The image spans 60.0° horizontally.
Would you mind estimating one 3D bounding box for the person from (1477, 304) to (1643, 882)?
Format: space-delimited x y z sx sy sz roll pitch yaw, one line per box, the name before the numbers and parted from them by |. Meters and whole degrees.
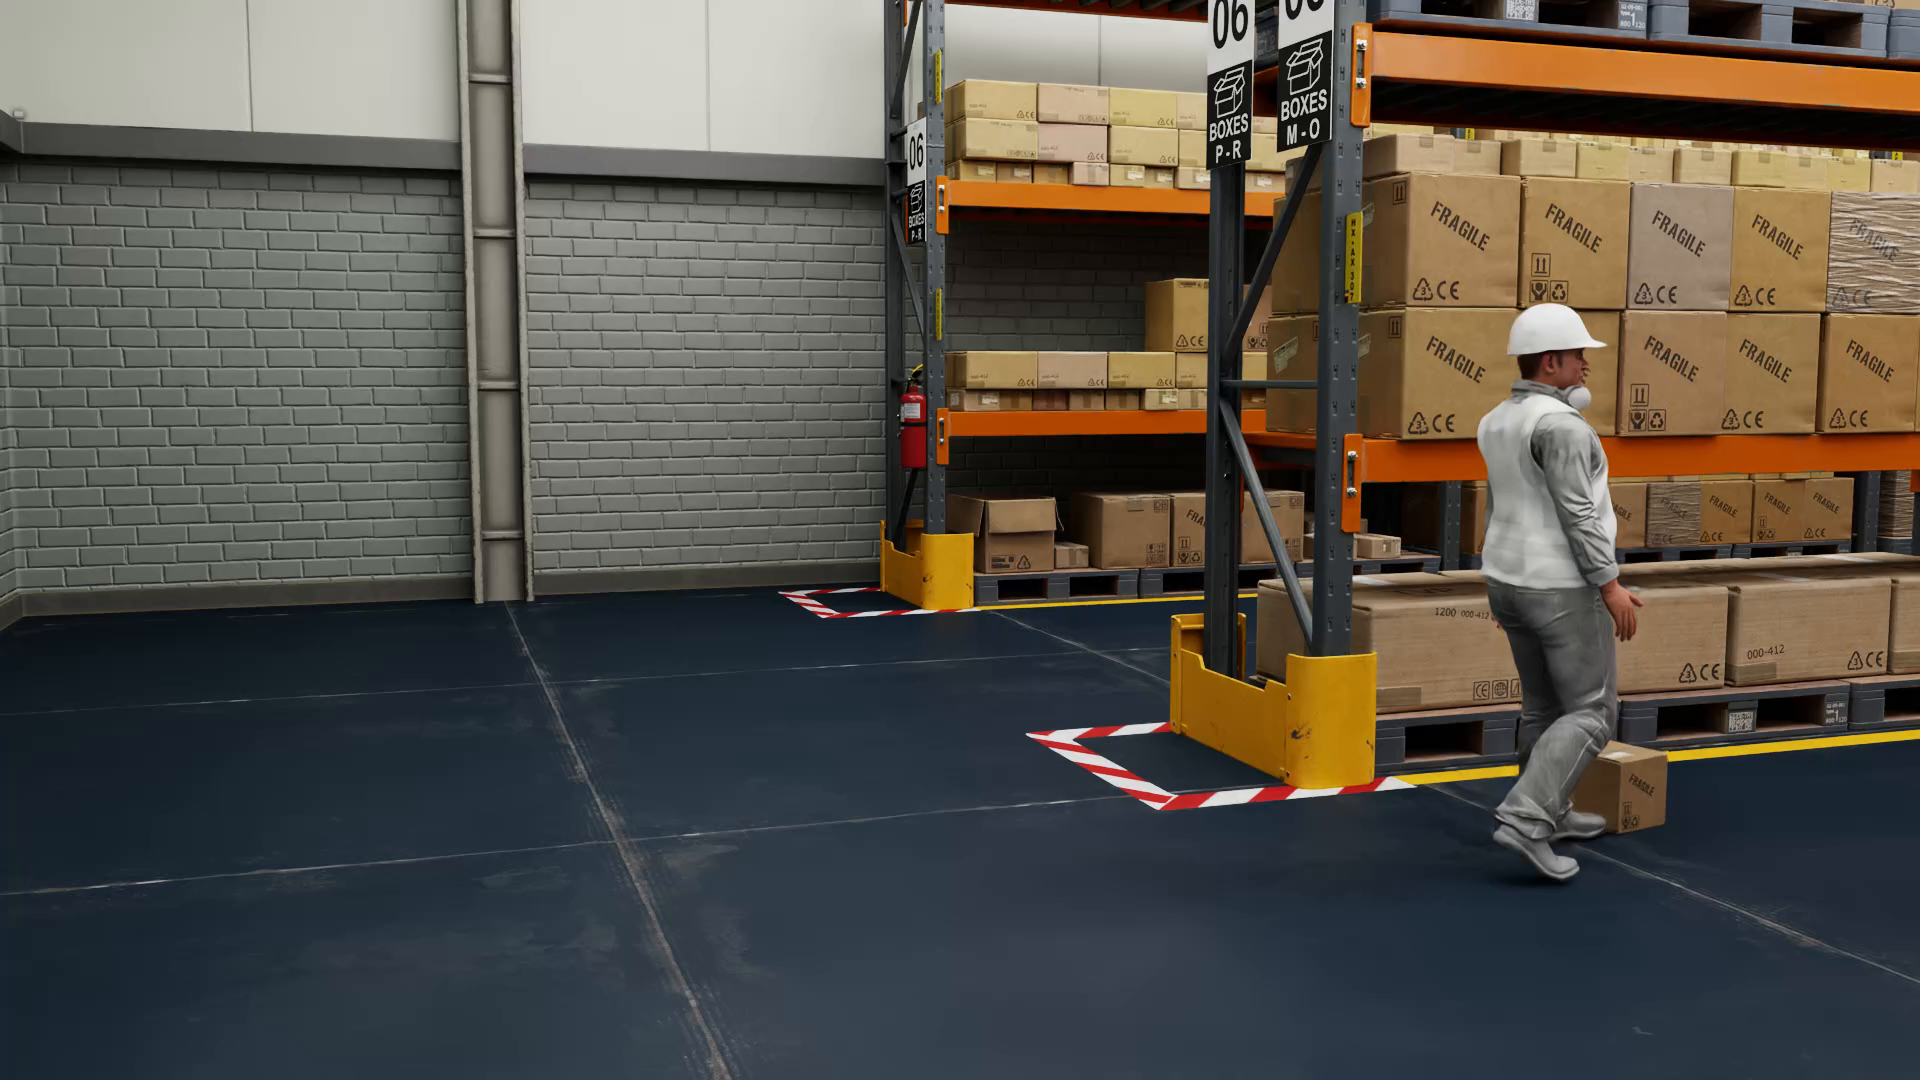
person | 1.892 0.139 5.292 0.667 1.767 0.628 -1 6 -15
